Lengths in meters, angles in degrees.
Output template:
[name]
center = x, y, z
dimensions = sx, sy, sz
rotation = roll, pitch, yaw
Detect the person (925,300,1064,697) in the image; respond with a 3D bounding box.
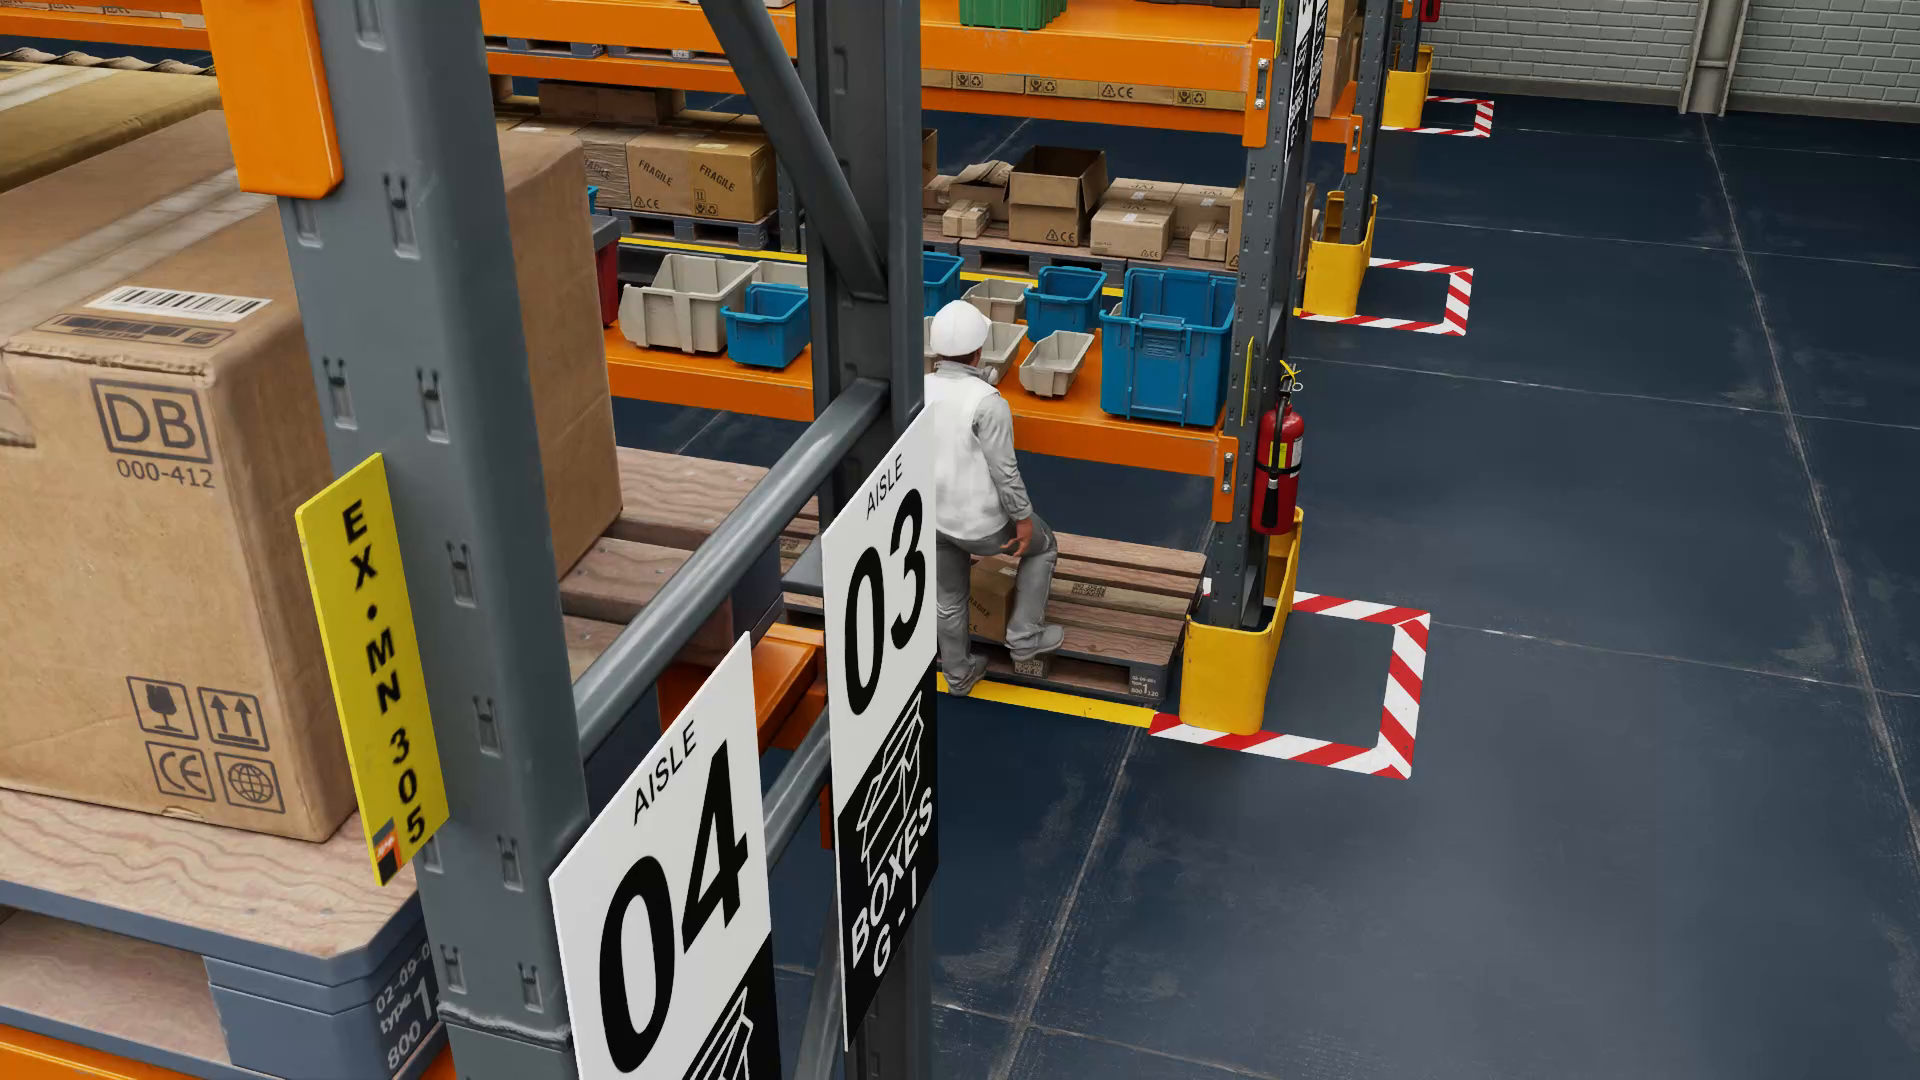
[person]
center = 0.078, -0.155, 6.857
dimensions = 0.635, 1.775, 0.613
rotation = 18, 34, 30
